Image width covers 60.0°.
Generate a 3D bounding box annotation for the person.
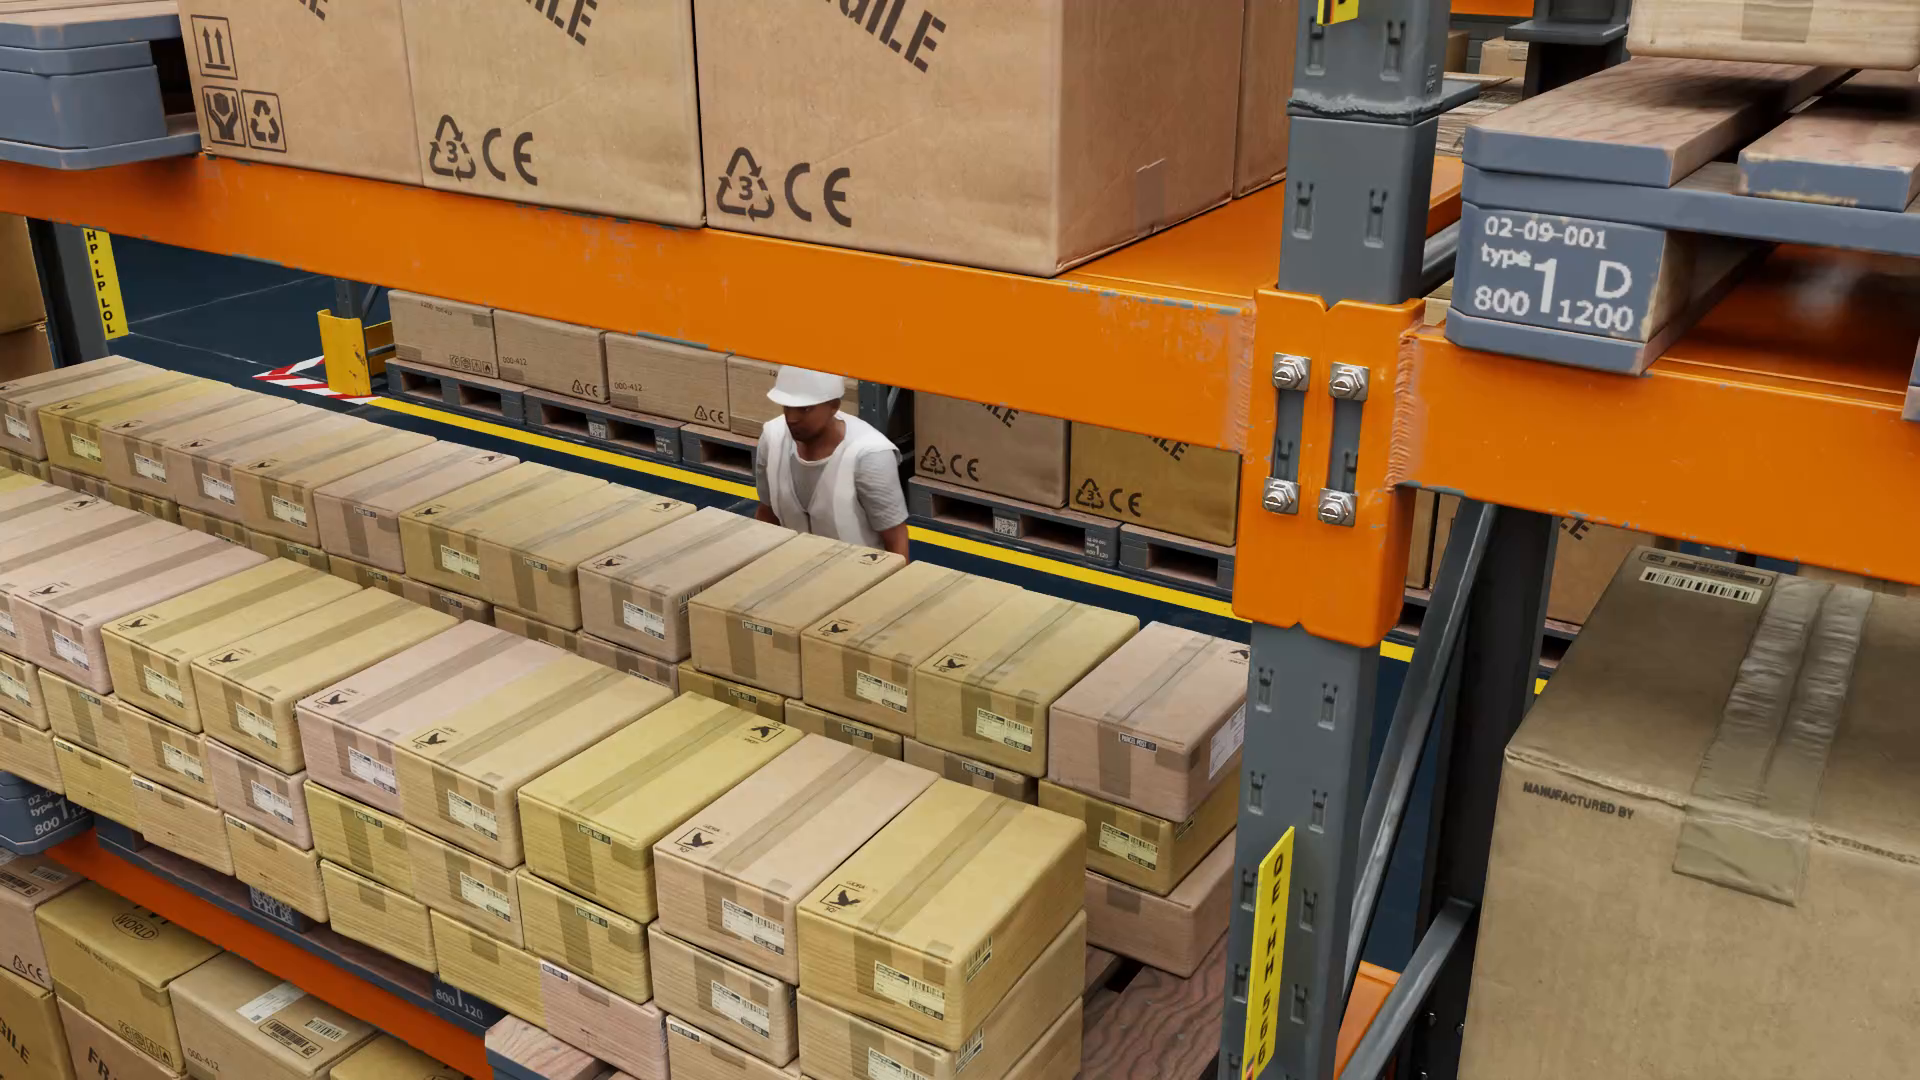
[{"bbox_3d":[-0.460,0.192,5.628,0.620,1.774,0.453,13,26,29],"label":"person"}]
